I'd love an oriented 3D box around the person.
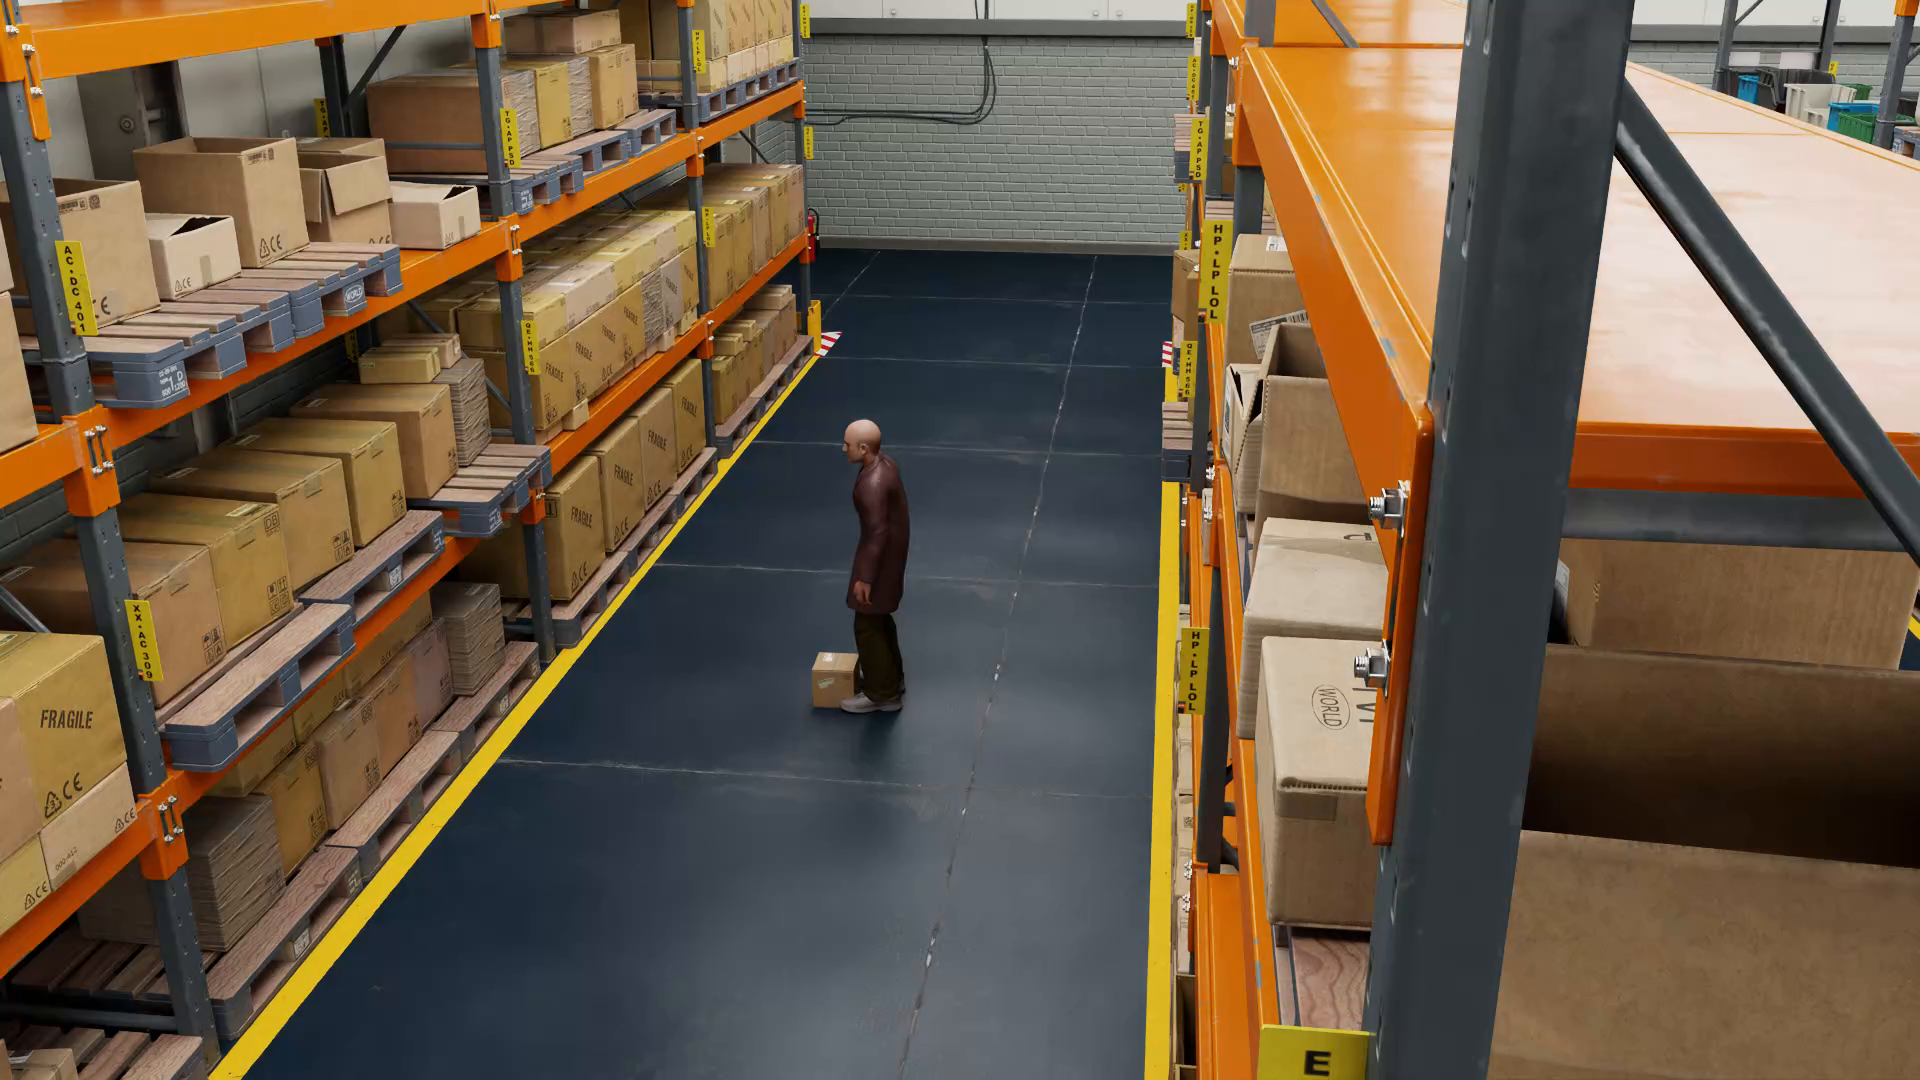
[{"bbox_3d":[-0.501,0.147,9.716,0.422,1.774,0.654,1,21,3],"label":"person"}]
